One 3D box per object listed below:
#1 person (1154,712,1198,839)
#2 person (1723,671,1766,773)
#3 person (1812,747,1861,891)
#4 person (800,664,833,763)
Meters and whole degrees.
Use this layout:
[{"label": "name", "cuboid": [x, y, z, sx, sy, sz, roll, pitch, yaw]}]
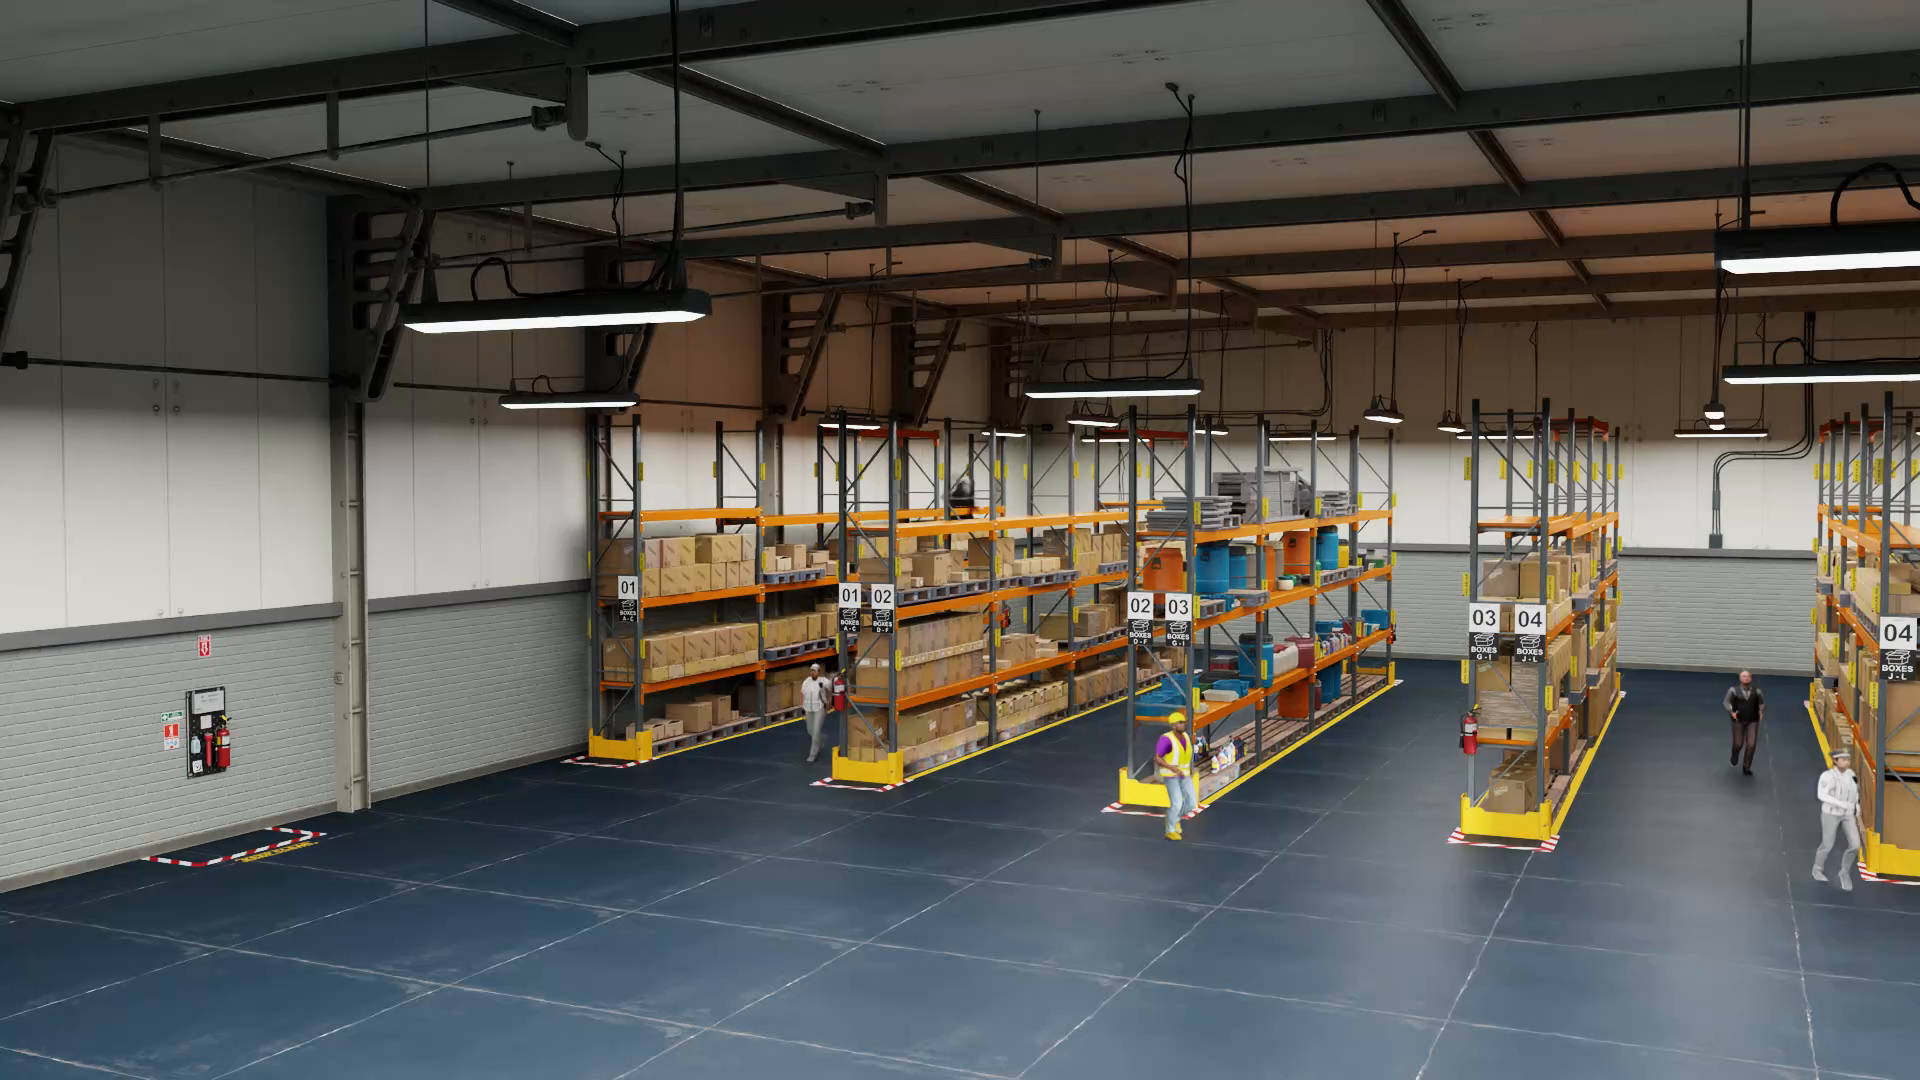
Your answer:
[{"label": "person", "cuboid": [2.959, 3.203, 22.576, 0.713, 1.727, 0.570, -2, 3, -36]}, {"label": "person", "cuboid": [13.084, 3.024, 27.705, 0.656, 1.667, 0.609, 1, 2, 16]}, {"label": "person", "cuboid": [10.597, 3.349, 20.001, 0.635, 1.744, 0.689, 0, 2, -5]}, {"label": "person", "cuboid": [-2.507, 2.984, 29.001, 0.613, 1.666, 0.900, 1, 2, 19]}]
